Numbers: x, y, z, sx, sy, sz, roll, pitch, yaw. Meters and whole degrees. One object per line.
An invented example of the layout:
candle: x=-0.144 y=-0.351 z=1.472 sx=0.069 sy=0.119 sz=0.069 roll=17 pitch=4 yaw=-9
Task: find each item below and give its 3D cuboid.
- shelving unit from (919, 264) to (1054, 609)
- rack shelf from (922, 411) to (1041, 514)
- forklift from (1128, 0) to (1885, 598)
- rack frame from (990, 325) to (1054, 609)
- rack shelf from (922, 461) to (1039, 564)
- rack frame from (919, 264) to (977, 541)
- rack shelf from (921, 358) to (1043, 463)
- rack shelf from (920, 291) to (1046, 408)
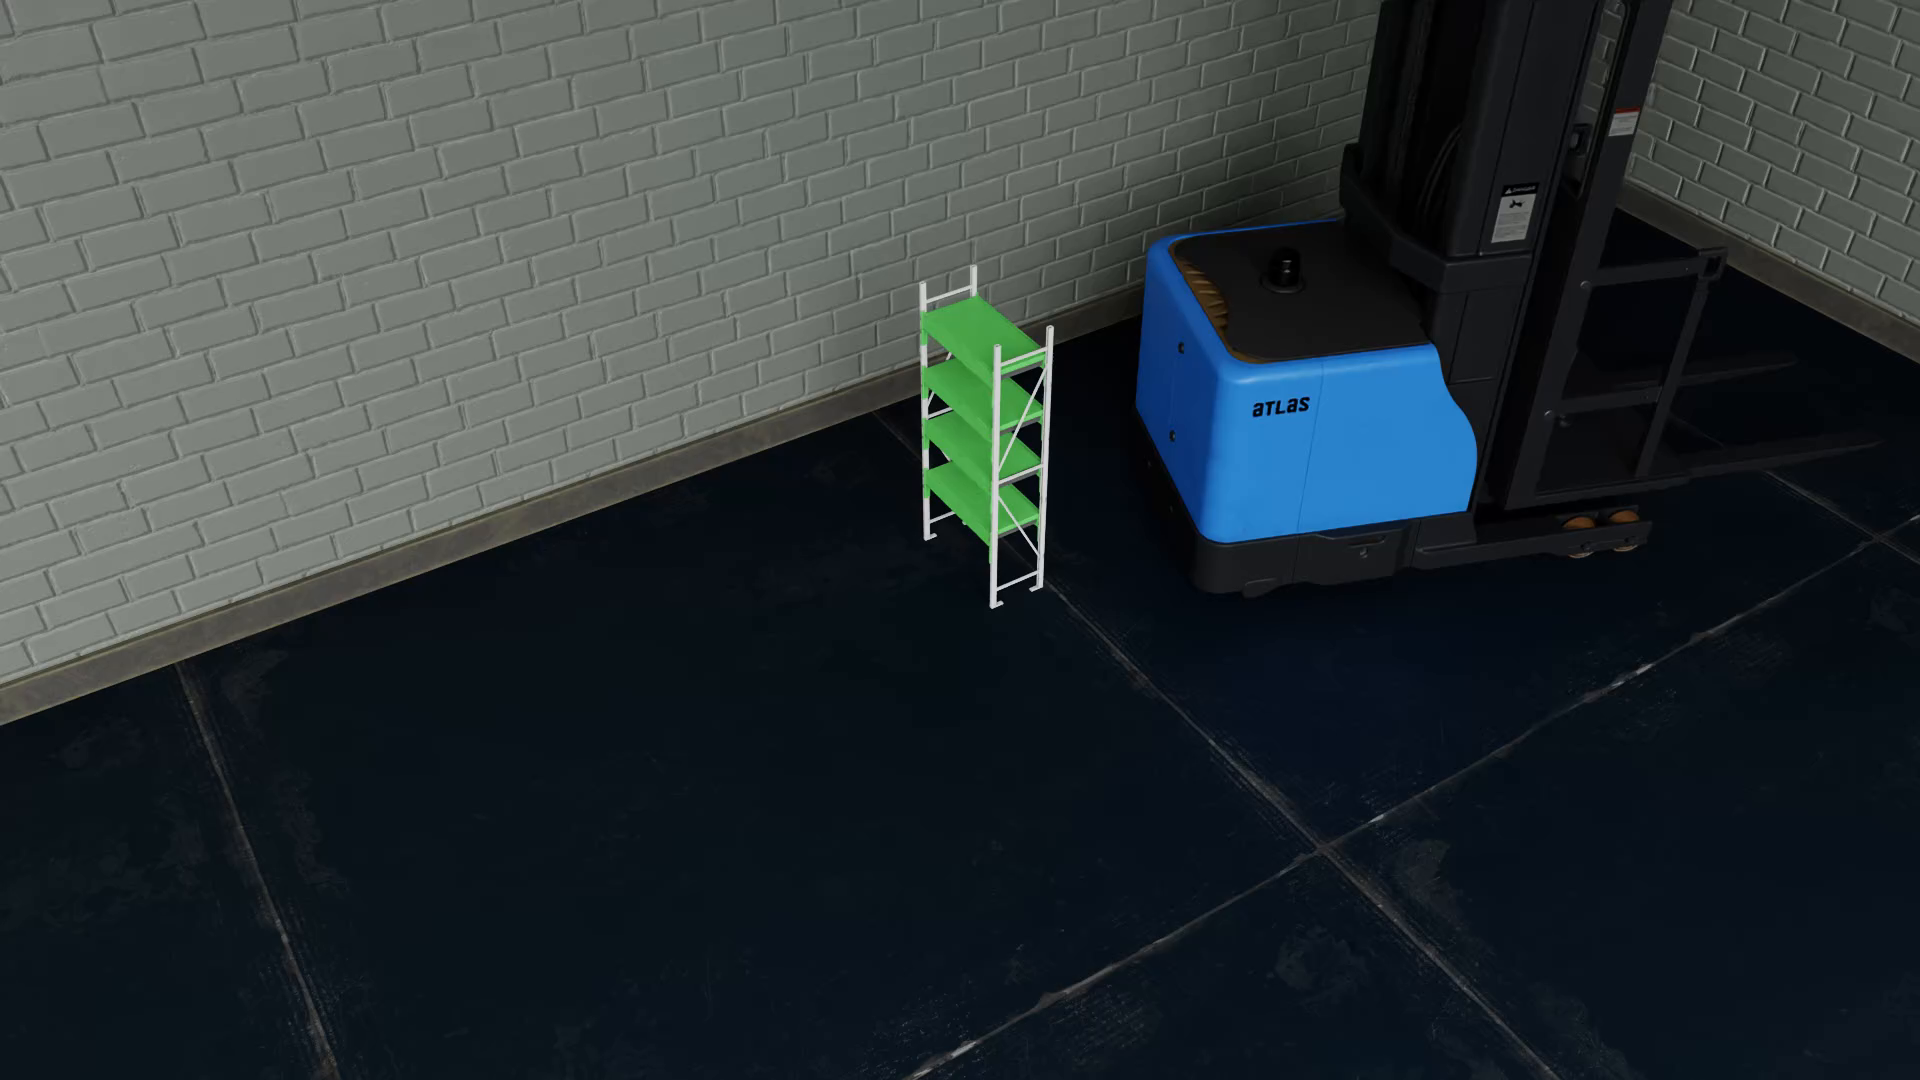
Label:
shelving unit: x=0.089 y=-0.372 z=6.259 sx=0.258 sy=1.200 sz=0.503 roll=-22 pitch=45 yaw=-24
rack shelf: x=0.089 y=-0.323 z=6.300 sx=0.258 sy=0.148 sz=0.480 roll=-22 pitch=45 yaw=-24
forklift: x=2.289 y=-1.378 z=6.115 sx=3.031 sy=2.935 sz=1.130 roll=-8 pitch=40 yaw=-9
rack frame: x=0.220 y=-0.240 z=6.101 sx=0.240 sy=1.200 sz=0.015 roll=-22 pitch=45 yaw=-24
rack shelf: x=0.089 y=-0.138 z=6.453 sx=0.258 sy=0.148 sz=0.480 roll=-22 pitch=45 yaw=-24
rack frame: x=-0.042 y=-0.503 z=6.417 sx=0.240 sy=1.200 sz=0.015 roll=-22 pitch=45 yaw=-24
rack shelf: x=0.089 y=-0.507 z=6.146 sx=0.258 sy=0.148 sz=0.480 roll=-22 pitch=45 yaw=-24
rack shelf: x=0.089 y=-0.691 z=5.992 sx=0.258 sy=0.148 sz=0.480 roll=-22 pitch=45 yaw=-24
